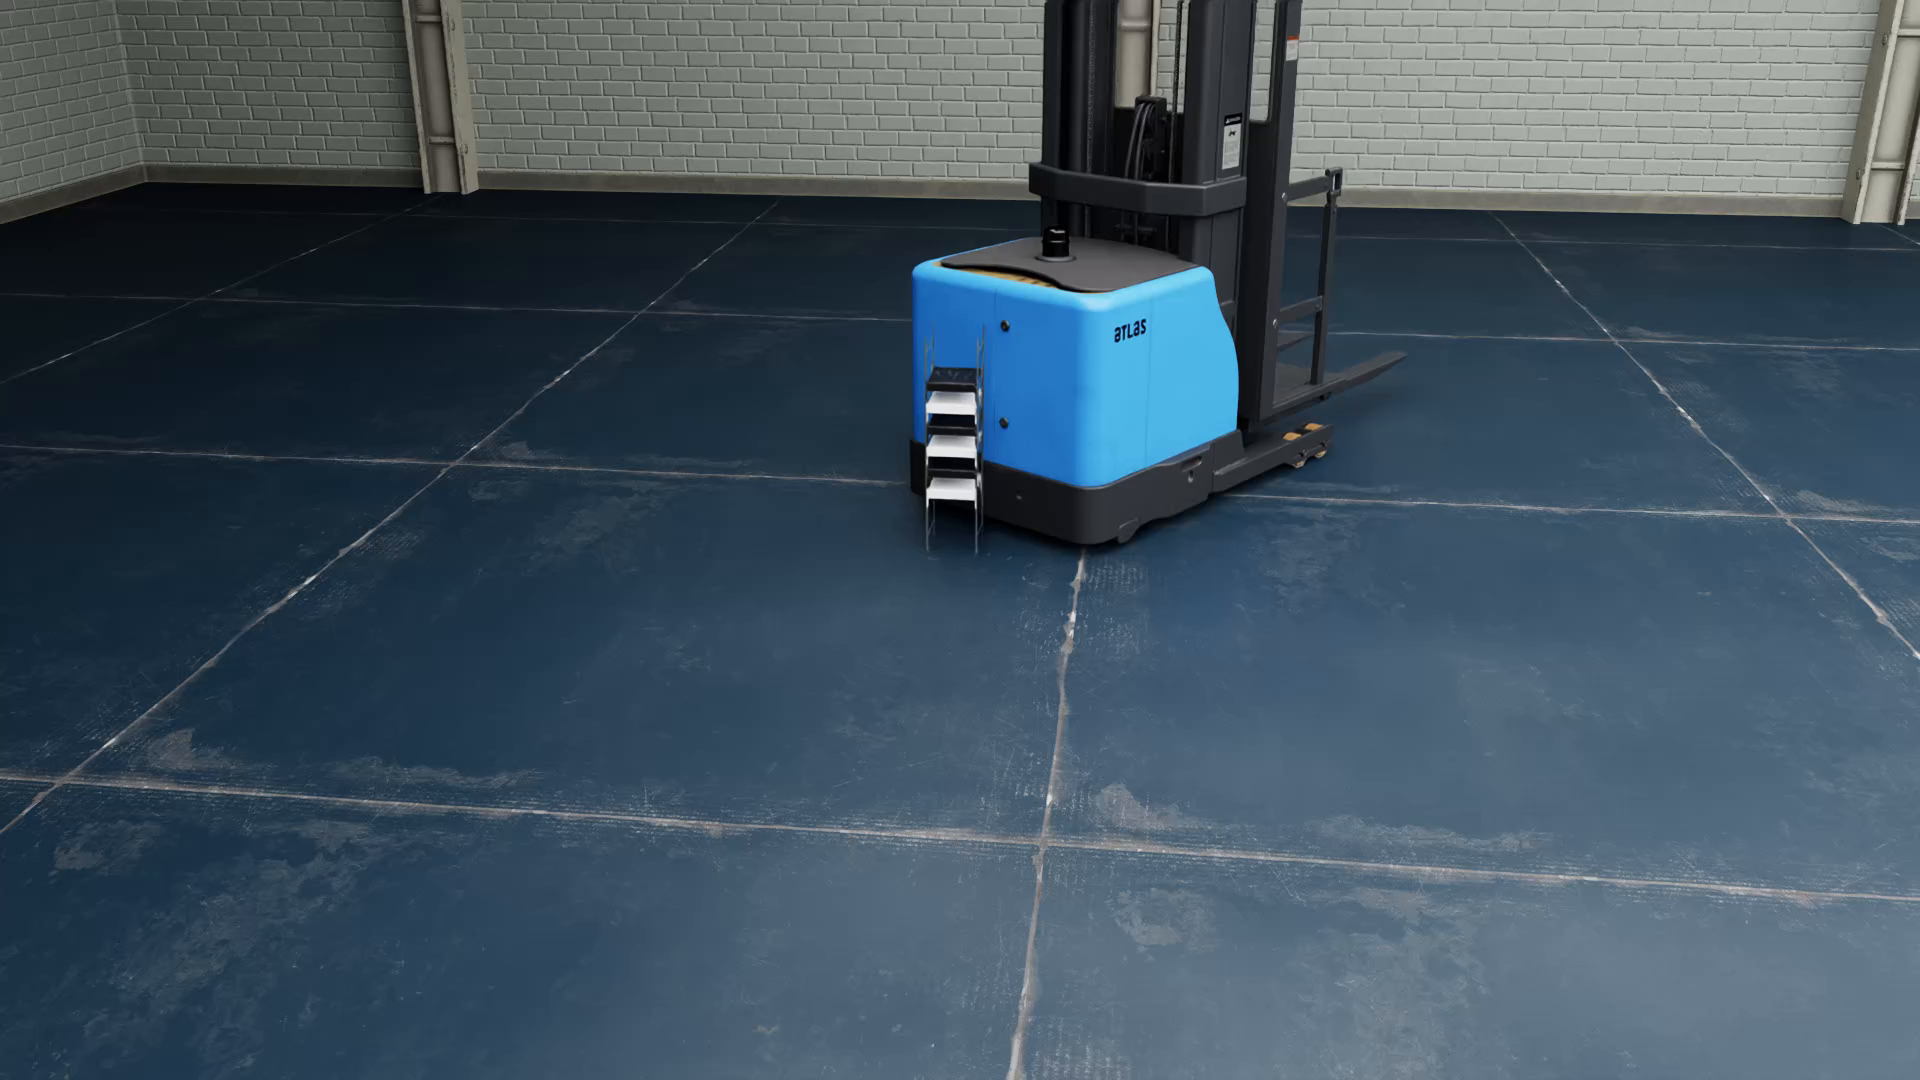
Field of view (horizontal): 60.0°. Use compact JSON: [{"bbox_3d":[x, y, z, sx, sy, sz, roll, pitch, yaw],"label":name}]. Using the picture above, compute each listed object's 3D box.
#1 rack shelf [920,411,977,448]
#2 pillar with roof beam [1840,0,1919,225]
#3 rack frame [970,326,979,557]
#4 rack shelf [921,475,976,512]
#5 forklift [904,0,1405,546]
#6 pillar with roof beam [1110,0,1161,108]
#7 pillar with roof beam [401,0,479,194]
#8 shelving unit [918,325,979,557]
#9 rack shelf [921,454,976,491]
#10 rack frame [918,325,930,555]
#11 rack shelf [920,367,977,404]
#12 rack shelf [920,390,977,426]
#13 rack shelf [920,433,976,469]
[{"bbox_3d":[-0.043,-0.450,6.700,0.200,0.077,0.258,3,22,7],"label":"rack shelf"},{"bbox_3d":[6.888,-5.204,7.864,0.400,9.000,9.100,2,22,6],"label":"pillar with roof beam"},{"bbox_3d":[0.058,-0.393,6.709,0.006,0.900,0.240,3,22,7],"label":"rack frame"},{"bbox_3d":[-0.043,-0.199,6.800,0.200,0.077,0.258,3,22,7],"label":"rack shelf"},{"bbox_3d":[1.109,-1.799,7.503,1.130,2.935,3.031,18,28,38],"label":"forklift"},{"bbox_3d":[0.930,-5.464,8.520,0.400,9.000,9.100,2,22,6],"label":"pillar with roof beam"},{"bbox_3d":[-5.028,-5.723,9.177,0.400,9.000,9.100,2,22,6],"label":"pillar with roof beam"},{"bbox_3d":[-0.043,-0.397,6.721,0.210,0.900,0.258,3,22,7],"label":"shelving unit"},{"bbox_3d":[-0.043,-0.283,6.767,0.200,0.077,0.258,3,22,7],"label":"rack shelf"},{"bbox_3d":[-0.144,-0.402,6.733,0.006,0.900,0.240,3,22,7],"label":"rack frame"},{"bbox_3d":[-0.043,-0.618,6.634,0.200,0.077,0.258,3,22,7],"label":"rack shelf"},{"bbox_3d":[-0.043,-0.534,6.667,0.200,0.077,0.258,3,22,7],"label":"rack shelf"},{"bbox_3d":[-0.043,-0.366,6.733,0.200,0.077,0.258,3,22,7],"label":"rack shelf"}]
